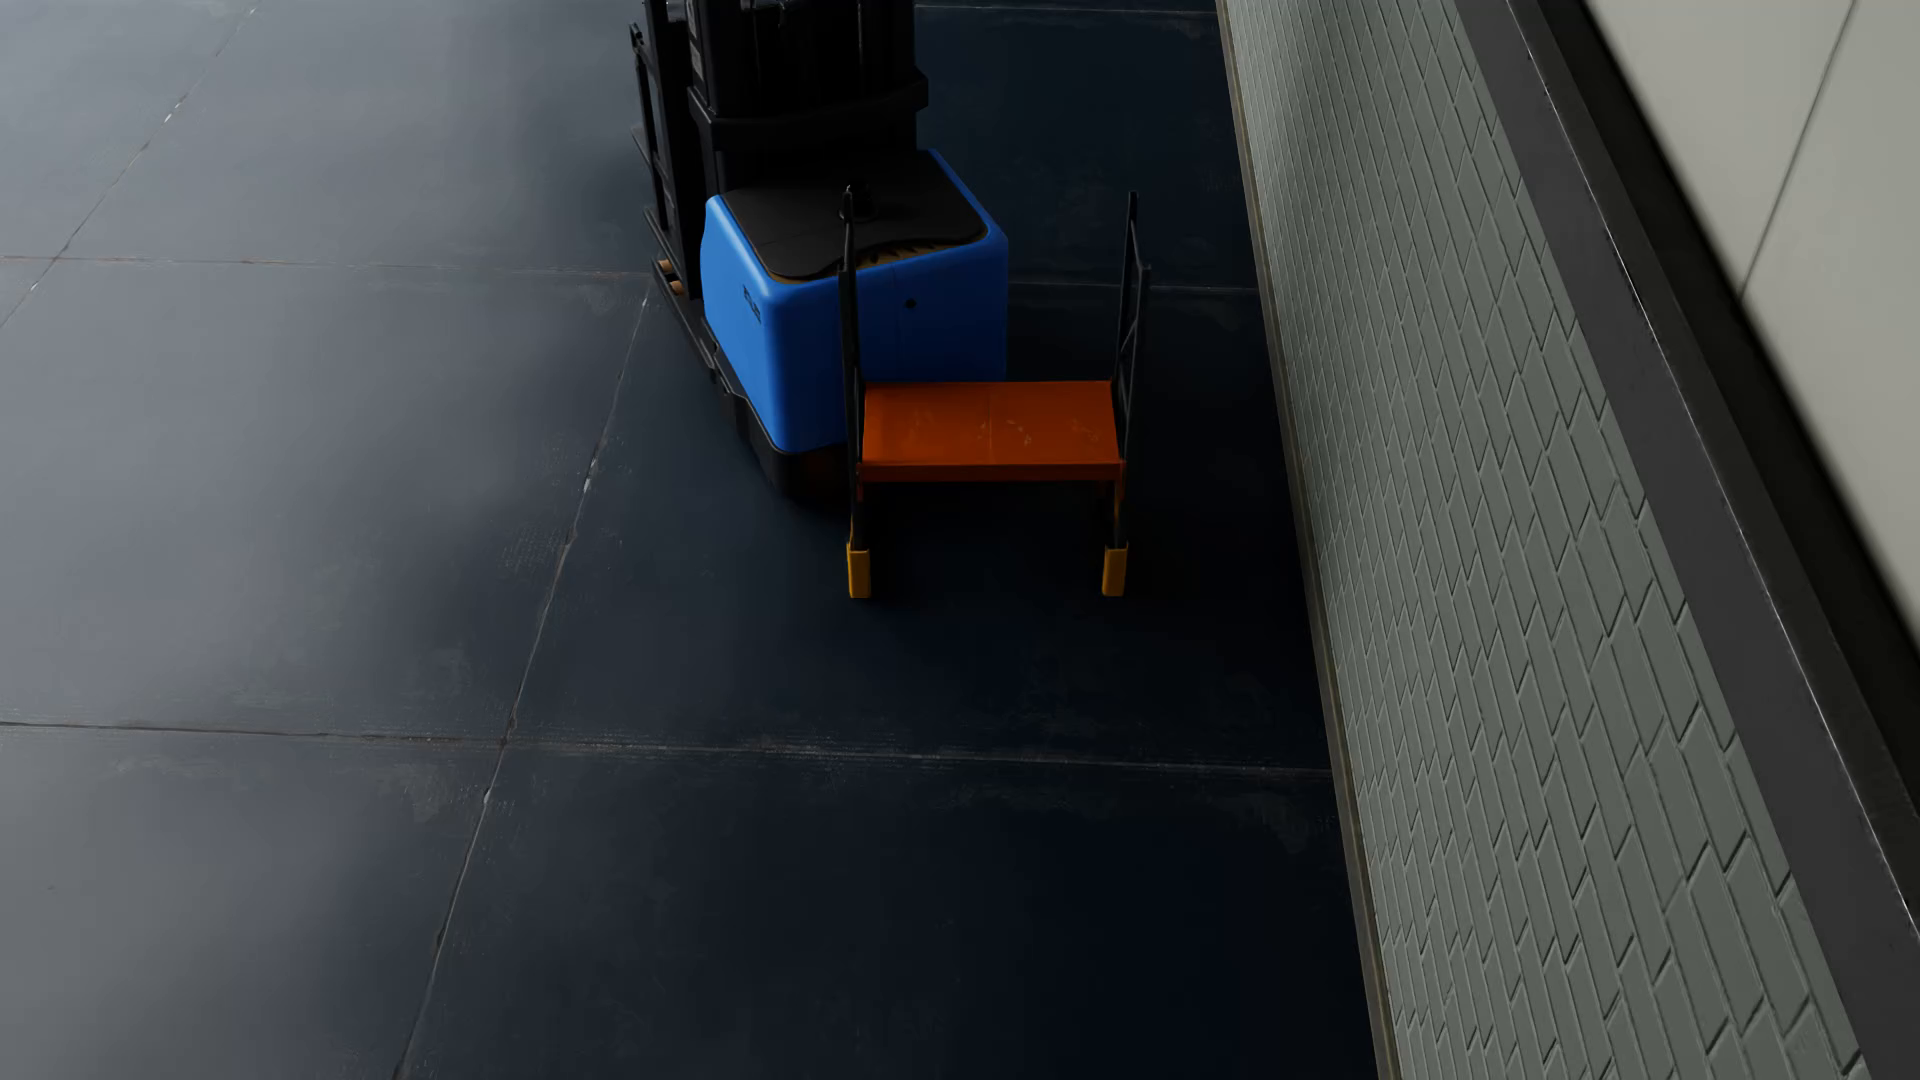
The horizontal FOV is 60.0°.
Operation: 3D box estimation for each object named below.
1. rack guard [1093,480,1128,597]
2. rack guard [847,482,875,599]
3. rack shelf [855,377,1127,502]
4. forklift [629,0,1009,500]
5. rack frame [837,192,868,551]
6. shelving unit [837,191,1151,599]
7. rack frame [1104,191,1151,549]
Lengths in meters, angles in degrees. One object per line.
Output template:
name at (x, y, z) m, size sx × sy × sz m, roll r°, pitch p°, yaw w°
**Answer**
rack guard at (0.601, -0.068, 6.675) m, size 0.087 × 0.250 × 0.587 m, roll 0°, pitch 43°, yaw -1°
rack guard at (-0.395, -0.059, 6.666) m, size 0.087 × 0.250 × 0.587 m, roll 0°, pitch 43°, yaw -1°
rack shelf at (0.112, -0.389, 6.367) m, size 1.000 × 0.185 × 0.538 m, roll 0°, pitch 43°, yaw -1°
forklift at (-0.838, -2.252, 7.053) m, size 1.130 × 2.935 × 3.031 m, roll -16°, pitch 45°, yaw -17°
rack frame at (-0.396, -0.517, 6.240) m, size 0.032 × 1.500 × 0.500 m, roll 0°, pitch 43°, yaw -1°
shelving unit at (0.103, -0.521, 6.244) m, size 1.083 × 1.500 × 0.587 m, roll 0°, pitch 43°, yaw -1°
rack frame at (0.621, -0.525, 6.249) m, size 0.032 × 1.500 × 0.500 m, roll 0°, pitch 43°, yaw -1°
